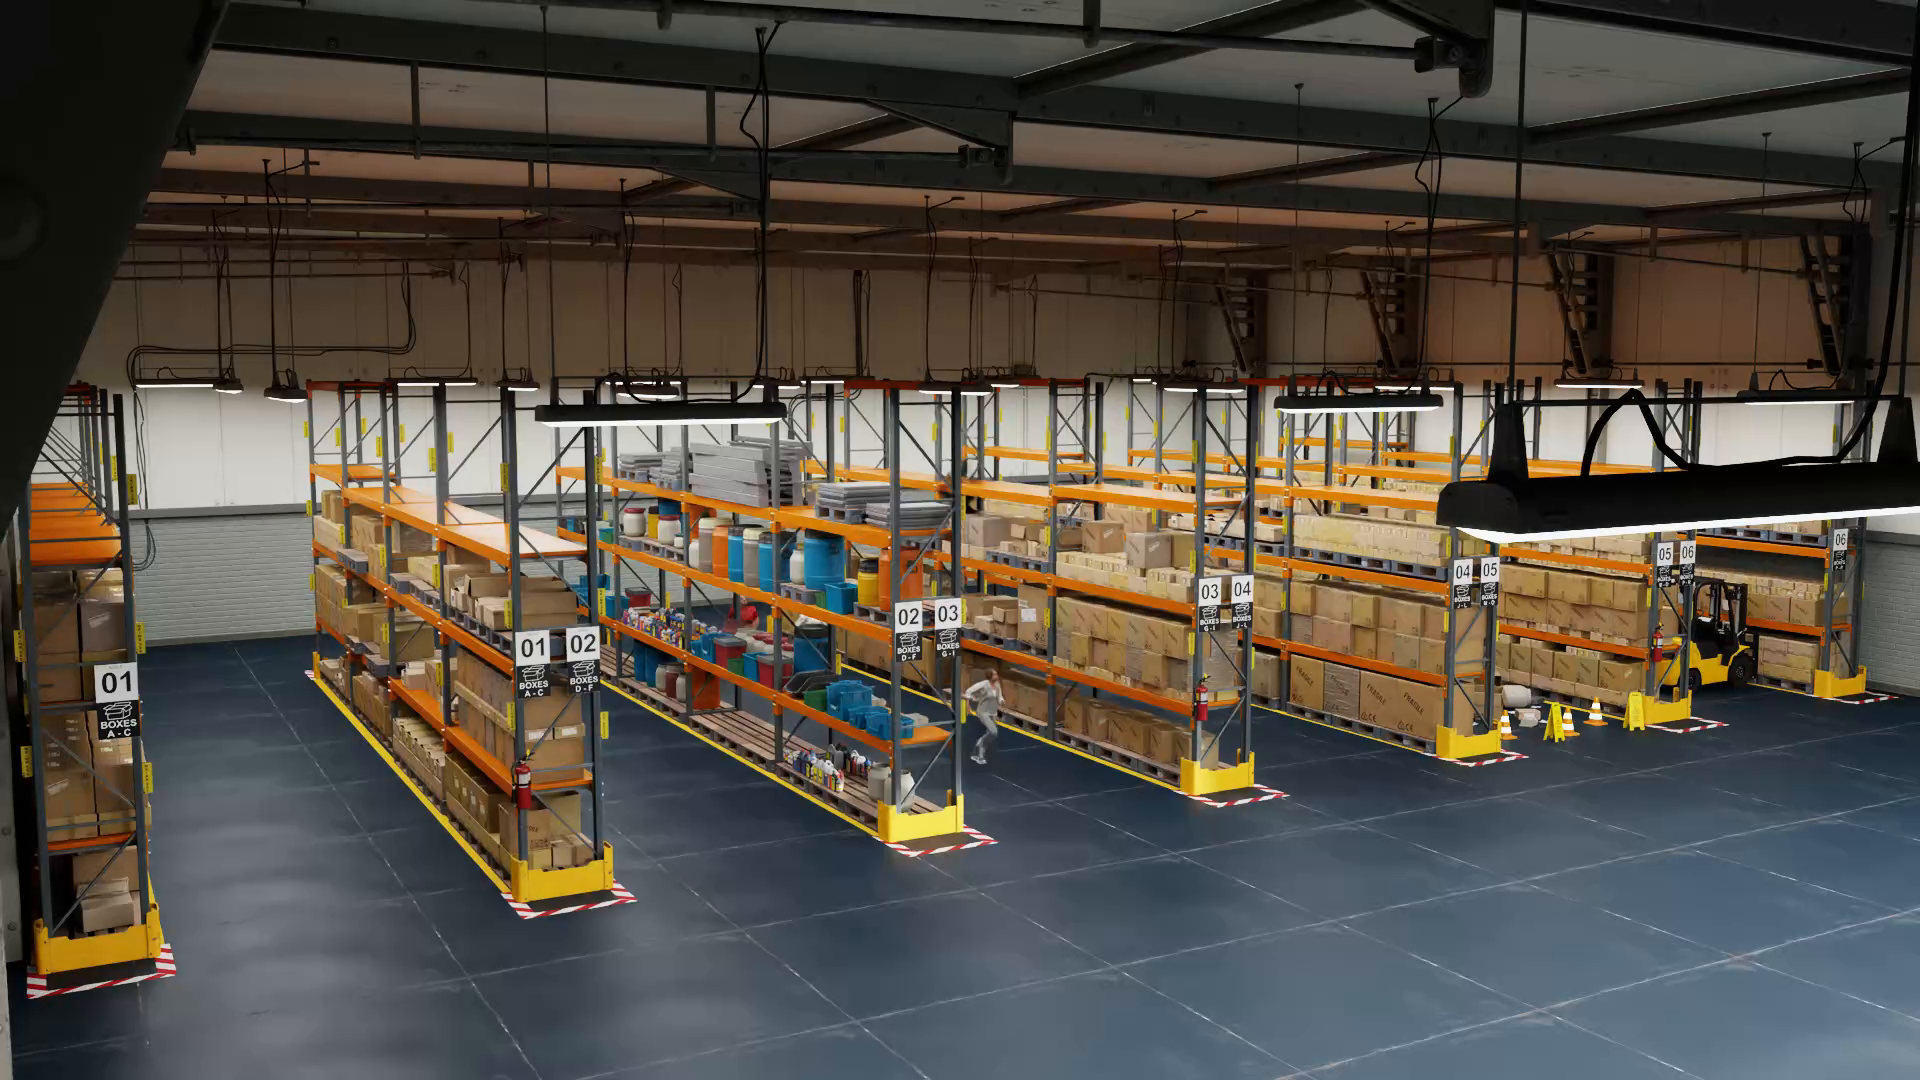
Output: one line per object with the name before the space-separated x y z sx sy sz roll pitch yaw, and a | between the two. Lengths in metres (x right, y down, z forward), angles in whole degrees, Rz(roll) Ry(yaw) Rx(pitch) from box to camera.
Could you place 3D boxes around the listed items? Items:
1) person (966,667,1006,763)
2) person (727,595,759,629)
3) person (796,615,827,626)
person | 0.443 2.771 26.169 0.569 1.548 0.682 -5 8 -42
person | -4.336 1.937 33.449 0.654 1.731 0.829 -4 7 -30
person | -2.900 1.970 33.170 0.603 1.655 0.590 -3 7 -29
